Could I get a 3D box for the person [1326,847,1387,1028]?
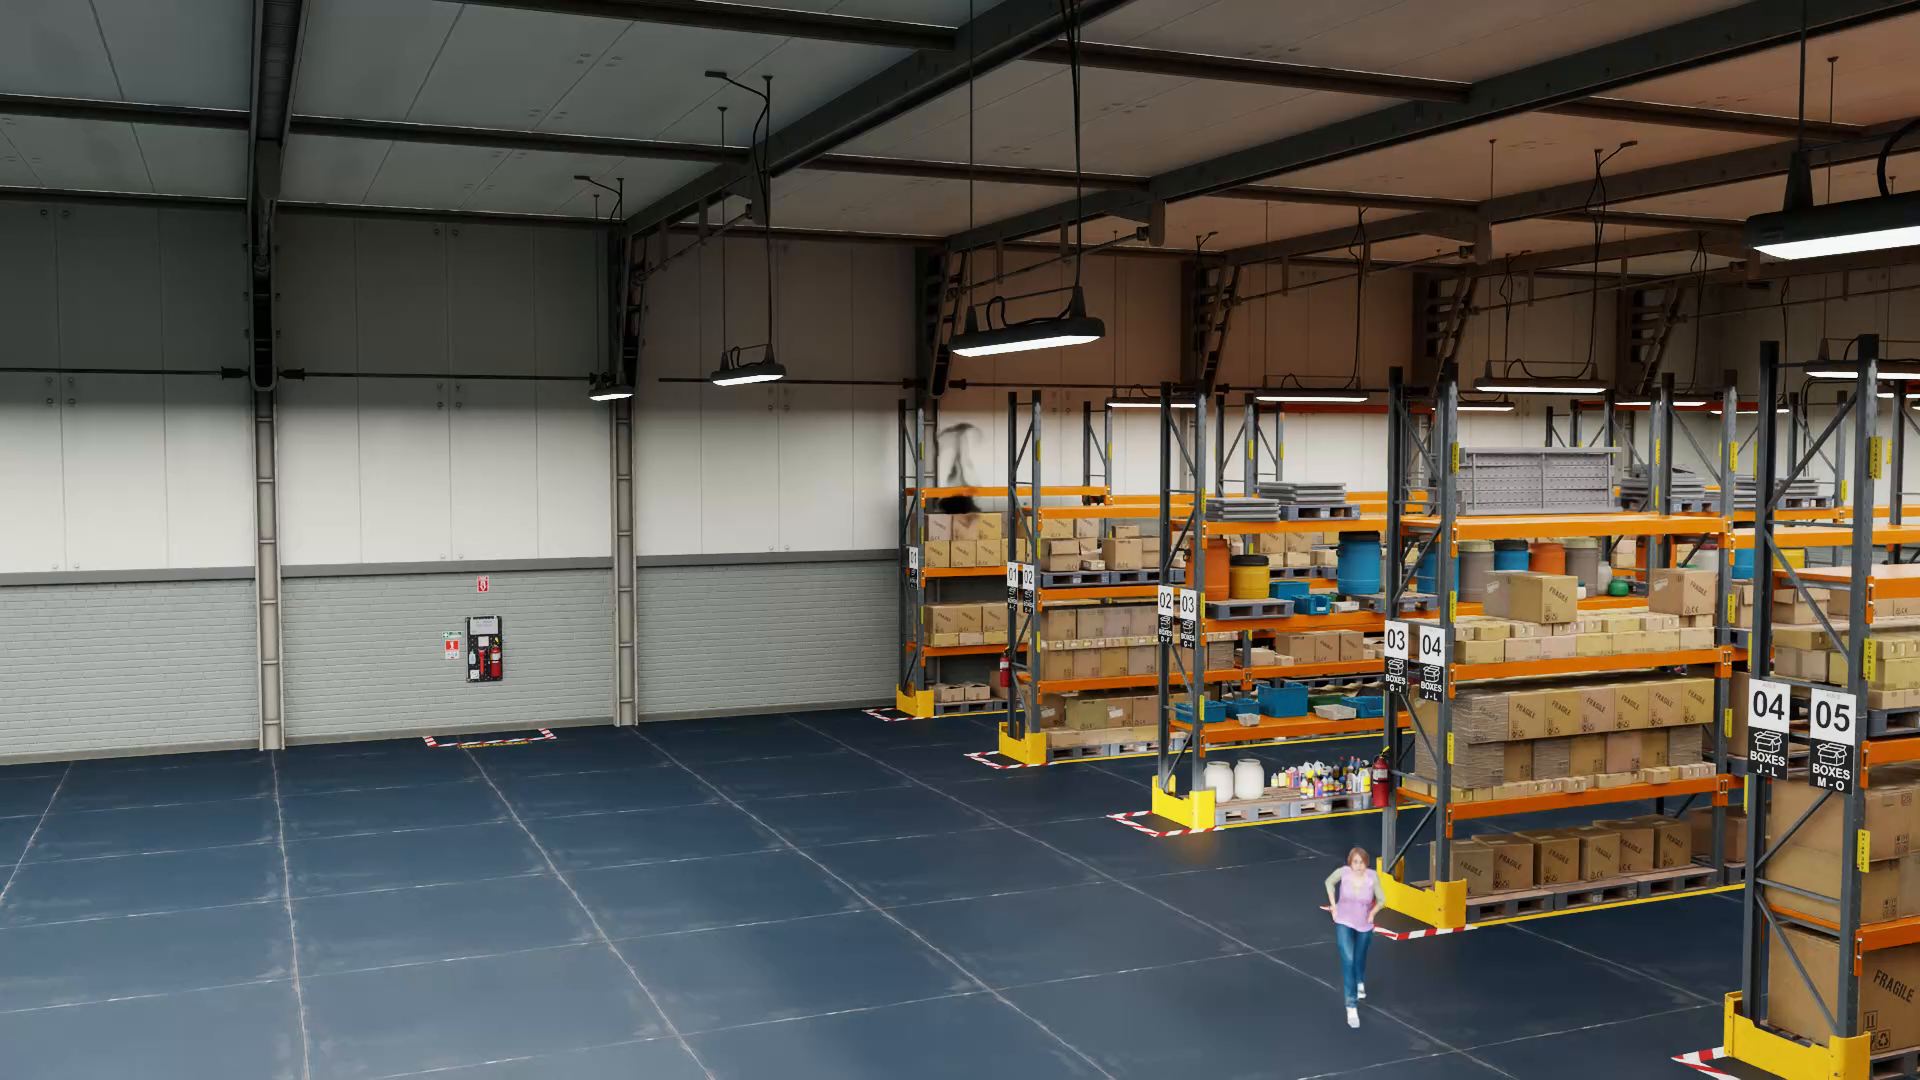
[{"bbox_3d":[3.580,3.506,15.065,0.532,1.584,0.851,1,3,10],"label":"person"}]
